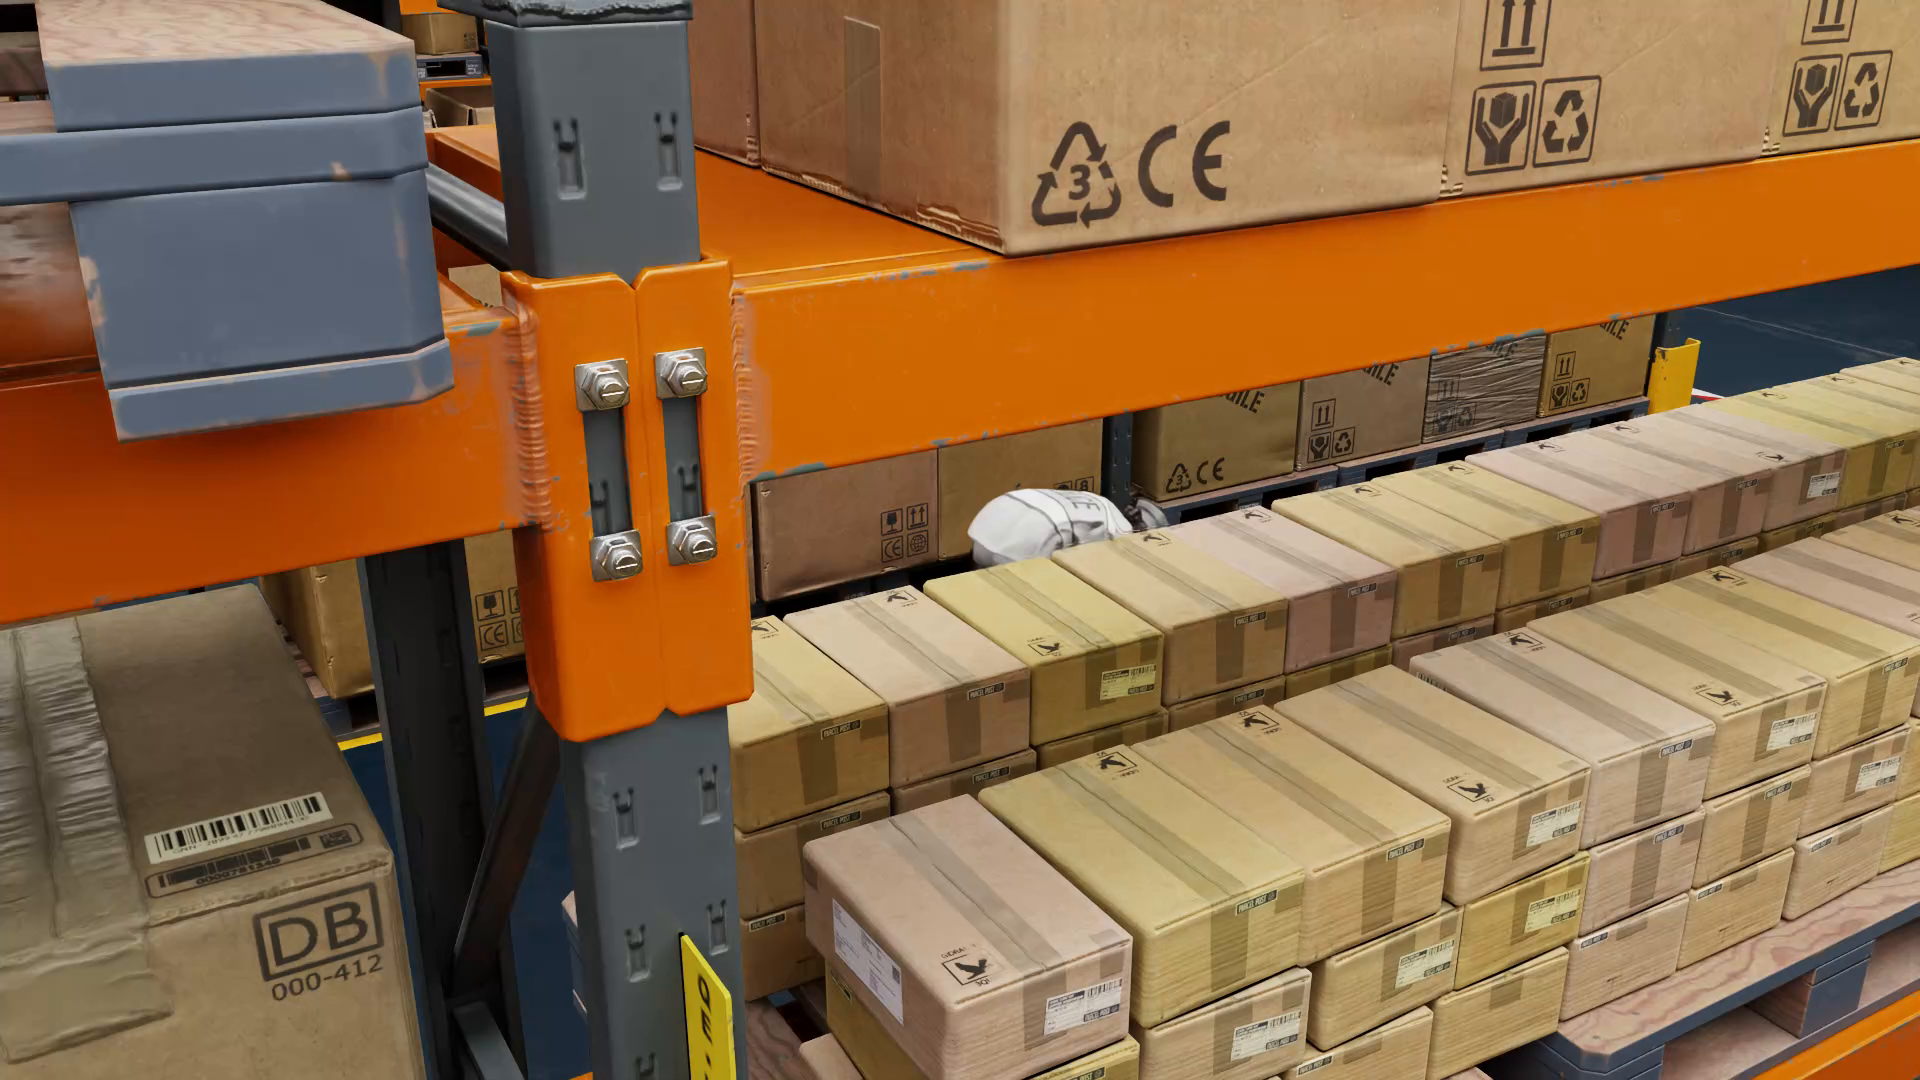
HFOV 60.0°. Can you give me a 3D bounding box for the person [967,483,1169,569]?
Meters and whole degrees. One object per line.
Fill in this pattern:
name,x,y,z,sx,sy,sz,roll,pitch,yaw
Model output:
person,0.453,0.202,6.620,0.903,0.894,0.466,-14,26,-31
